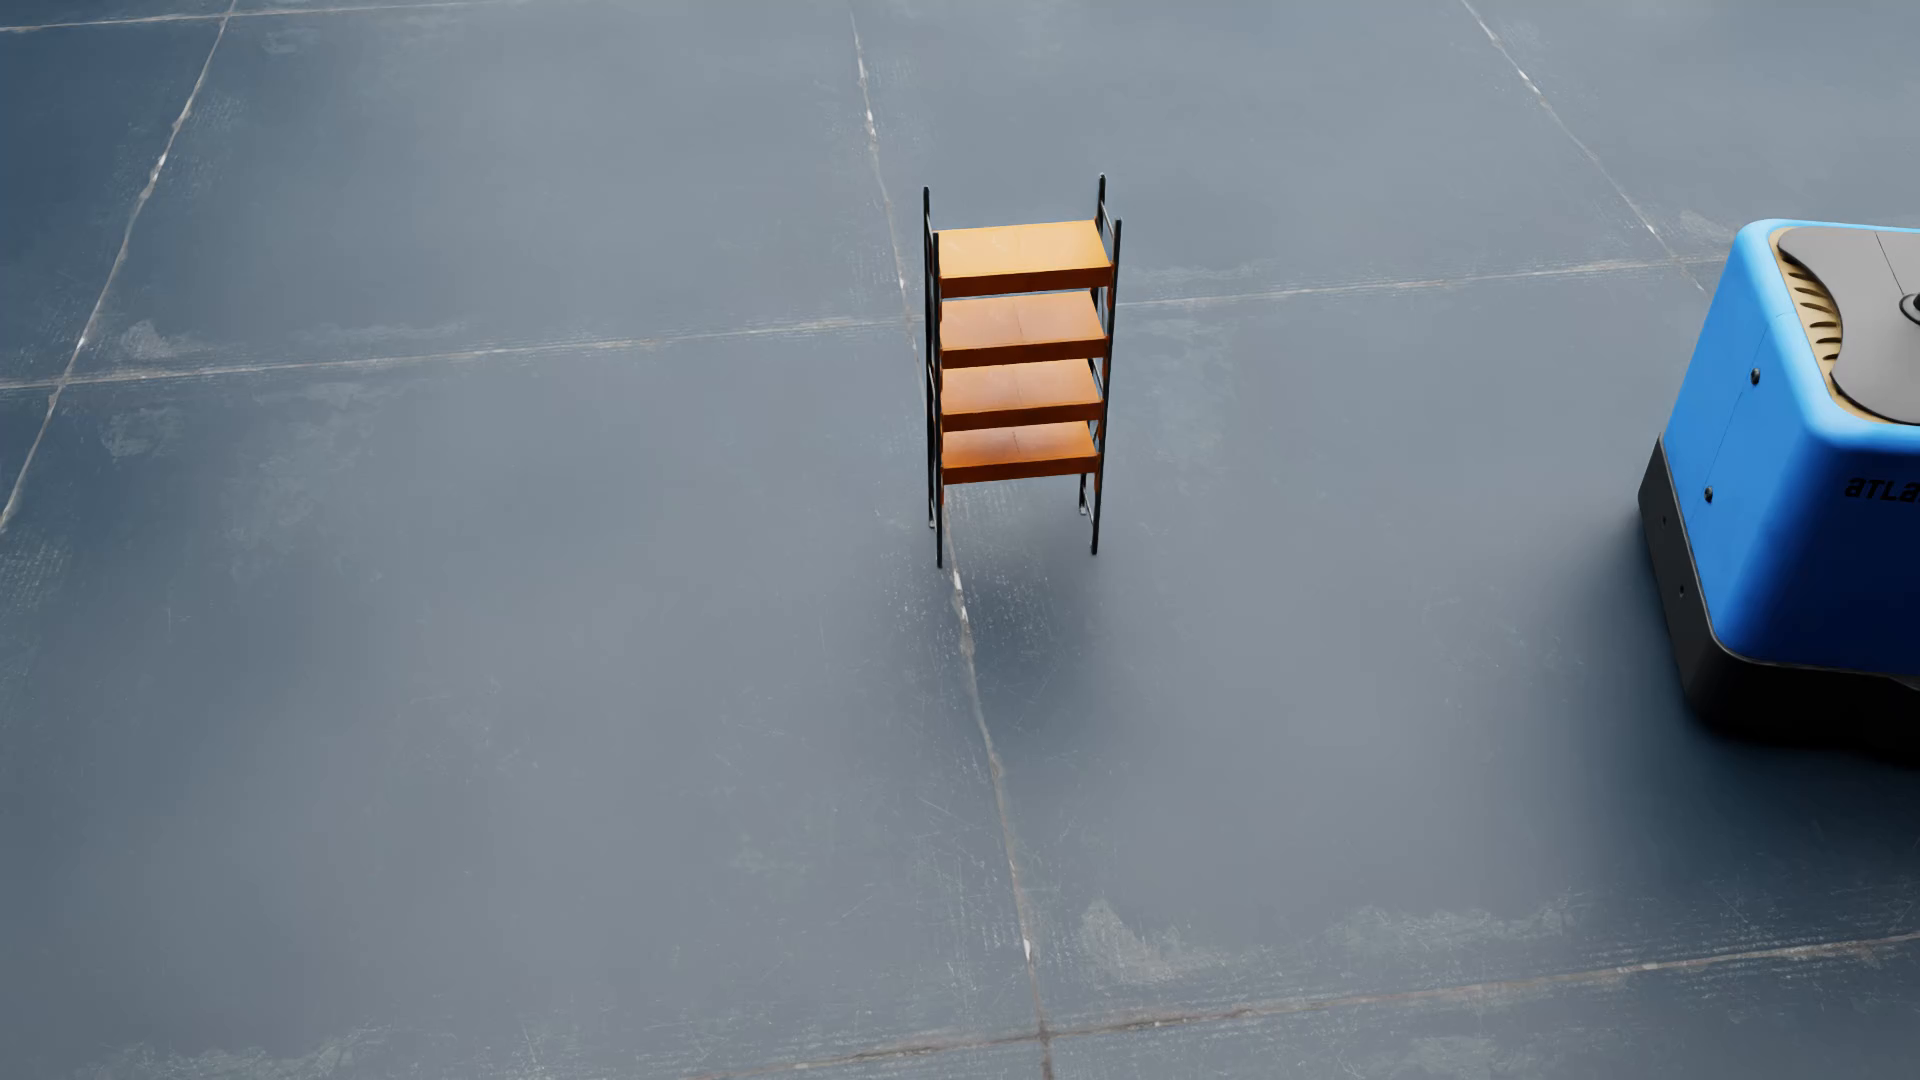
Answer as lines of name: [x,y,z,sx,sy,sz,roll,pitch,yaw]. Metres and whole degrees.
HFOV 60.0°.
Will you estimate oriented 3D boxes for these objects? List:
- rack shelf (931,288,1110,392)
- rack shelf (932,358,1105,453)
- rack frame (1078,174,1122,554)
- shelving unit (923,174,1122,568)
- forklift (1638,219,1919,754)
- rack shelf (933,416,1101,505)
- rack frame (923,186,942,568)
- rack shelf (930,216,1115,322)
rack shelf: [0.164,-0.576,4.759,0.480,0.148,0.258,-5,42,-6]
rack shelf: [0.164,-0.410,4.909,0.480,0.148,0.258,-5,42,-6]
rack frame: [0.406,-0.481,4.888,0.015,1.200,0.240,-5,42,-6]
shelving unit: [0.164,-0.460,4.864,0.503,1.200,0.258,-5,42,-6]
forklift: [3.593,-0.740,3.882,3.031,2.935,1.130,6,42,6]
rack shelf: [0.164,-0.263,5.042,0.480,0.148,0.258,-5,42,-6]
rack frame: [-0.078,-0.439,4.841,0.015,1.200,0.240,-5,42,-6]
rack shelf: [0.164,-0.752,4.601,0.480,0.148,0.258,-5,42,-6]
